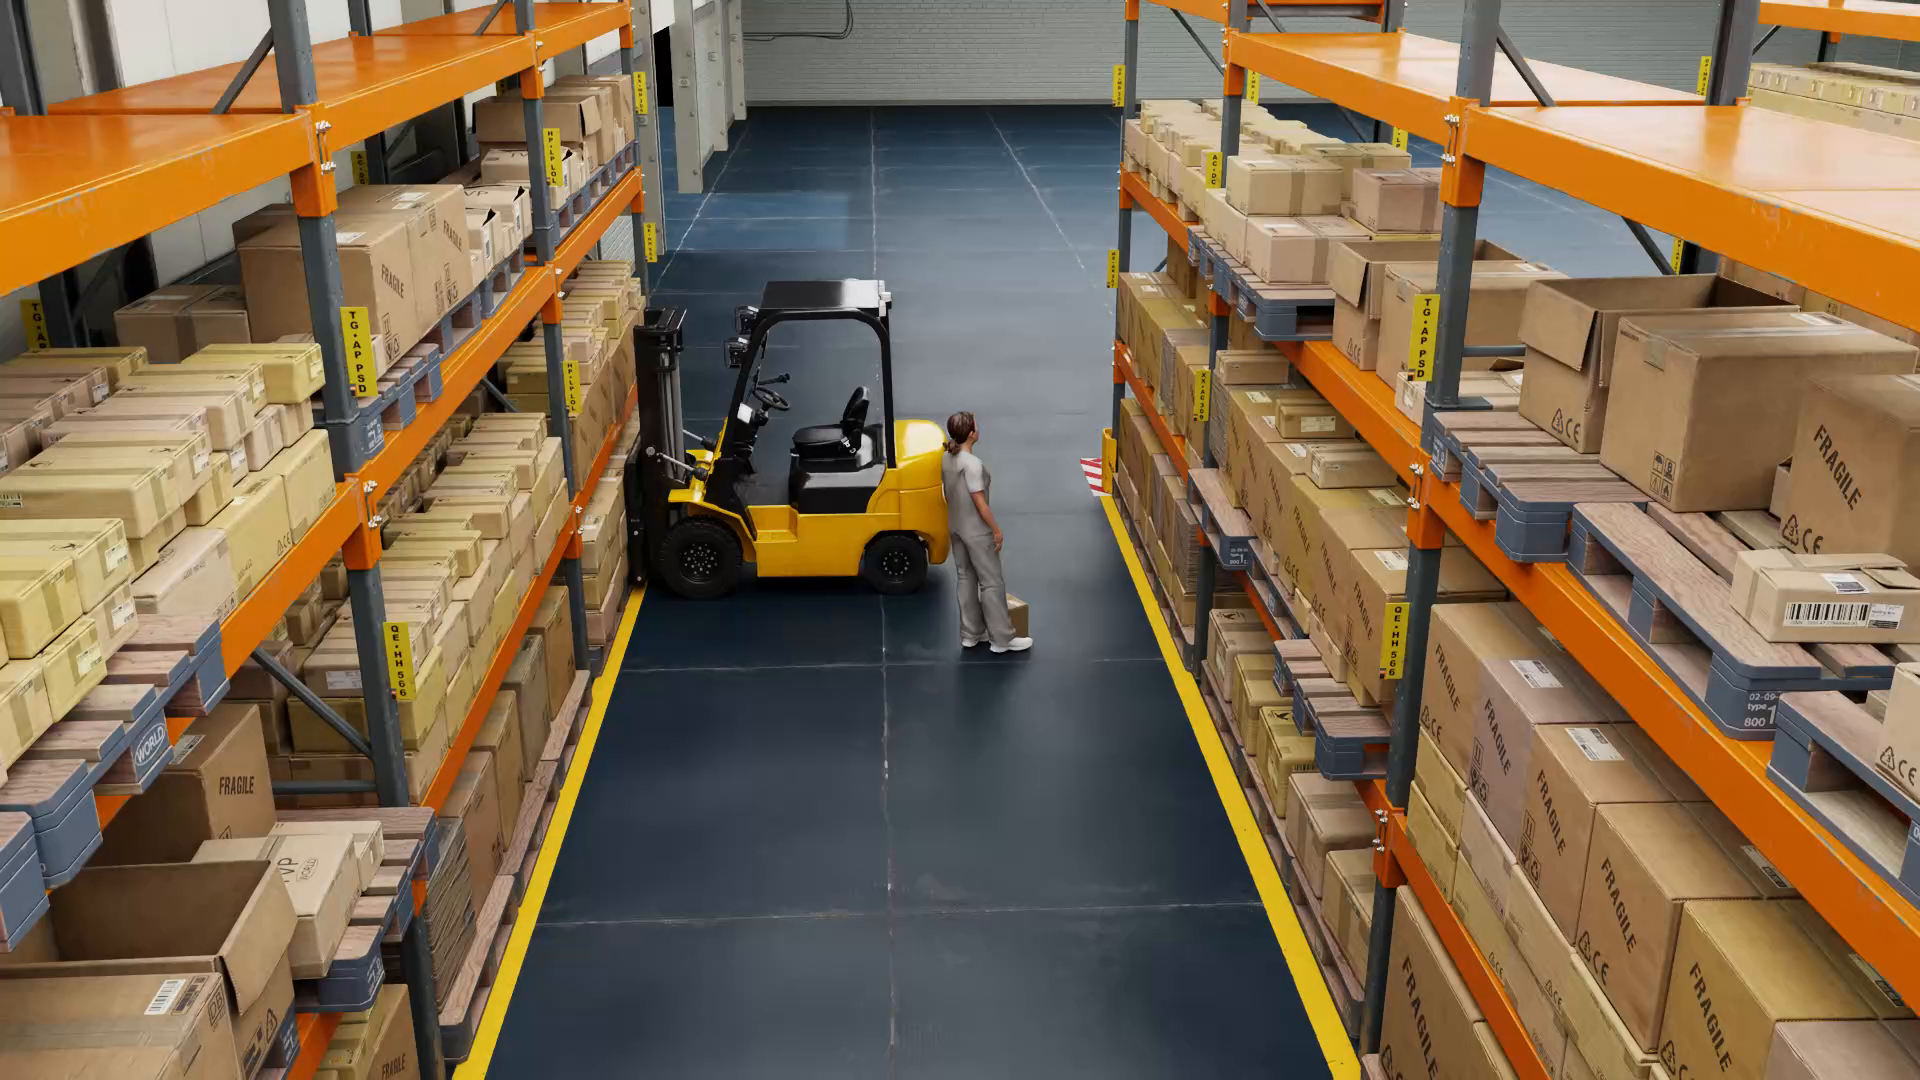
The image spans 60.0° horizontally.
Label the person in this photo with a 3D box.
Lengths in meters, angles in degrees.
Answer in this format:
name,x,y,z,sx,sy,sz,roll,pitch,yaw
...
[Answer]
name,x,y,z,sx,sy,sz,roll,pitch,yaw
person,0.142,-0.072,11.246,0.548,1.674,0.549,-12,24,-30
